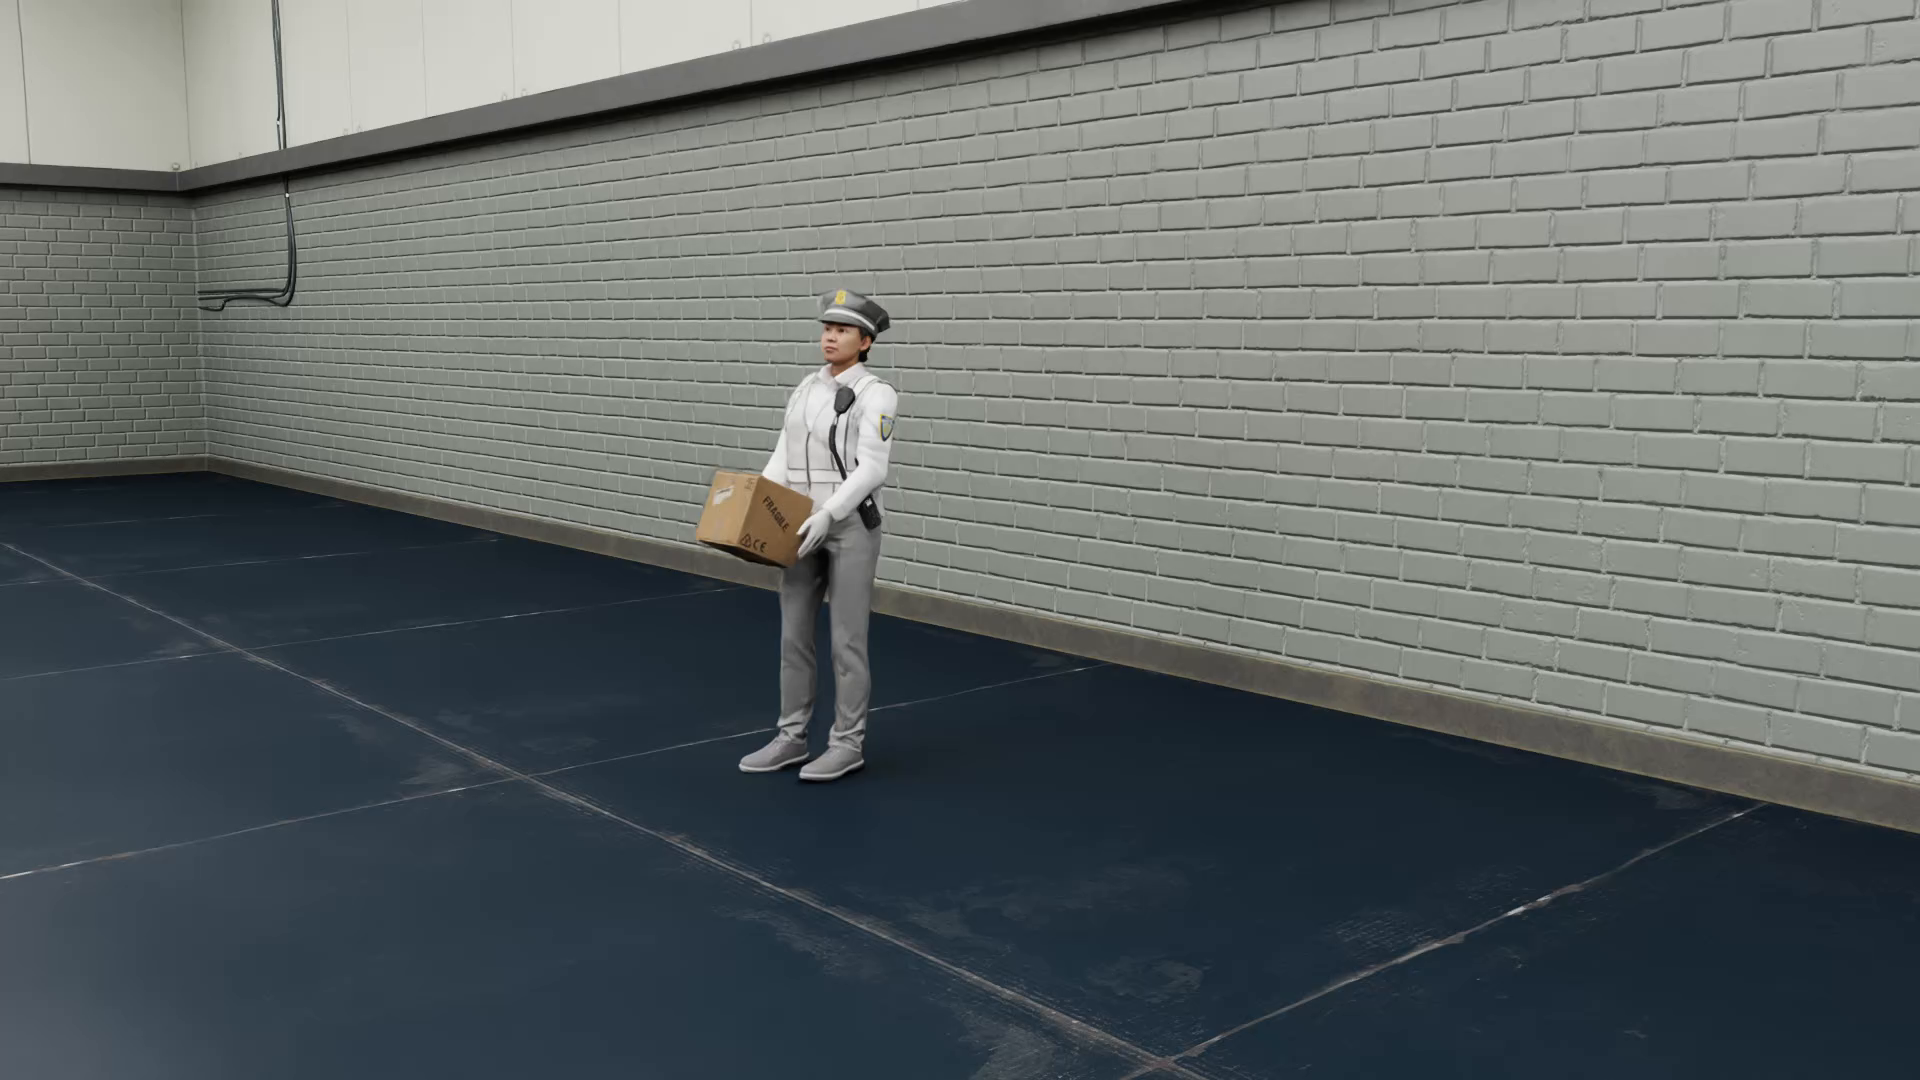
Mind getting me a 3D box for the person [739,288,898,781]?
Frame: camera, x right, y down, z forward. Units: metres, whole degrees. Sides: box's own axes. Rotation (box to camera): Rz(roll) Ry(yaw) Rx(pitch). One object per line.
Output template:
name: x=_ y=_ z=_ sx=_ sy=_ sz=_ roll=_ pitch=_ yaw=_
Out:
person: x=-0.481 y=-0.022 z=5.801 sx=0.513 sy=1.701 sz=0.535 roll=5 pitch=9 yaw=36
